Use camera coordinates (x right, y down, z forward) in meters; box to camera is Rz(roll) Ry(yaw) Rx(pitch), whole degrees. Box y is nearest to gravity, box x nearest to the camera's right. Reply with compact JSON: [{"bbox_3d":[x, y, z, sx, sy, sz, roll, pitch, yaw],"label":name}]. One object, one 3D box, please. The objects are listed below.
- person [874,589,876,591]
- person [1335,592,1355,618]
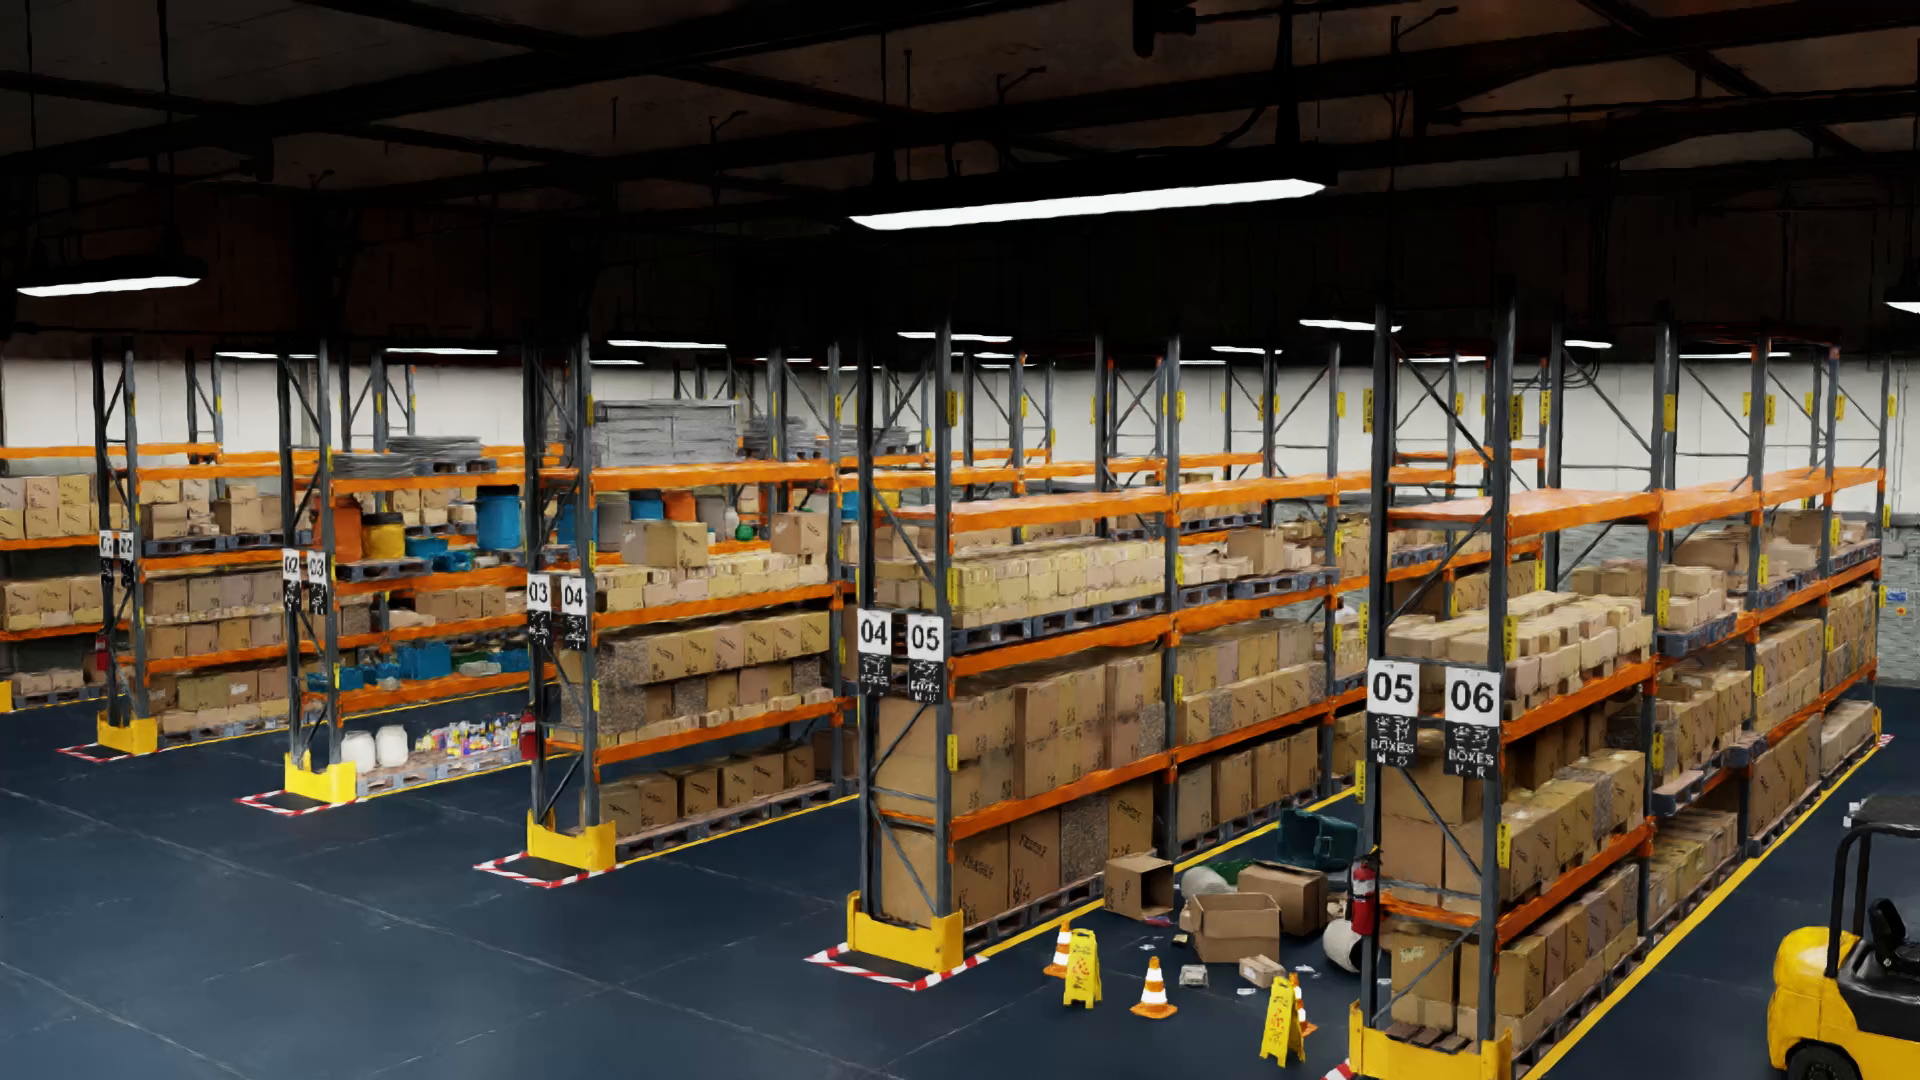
[{"bbox_3d":[-1.741,1.200,35.332,0.598,1.761,0.423,-4,7,-41],"label":"person"},{"bbox_3d":[6.762,1.740,29.550,0.589,1.716,1.043,4,6,36],"label":"person"}]
